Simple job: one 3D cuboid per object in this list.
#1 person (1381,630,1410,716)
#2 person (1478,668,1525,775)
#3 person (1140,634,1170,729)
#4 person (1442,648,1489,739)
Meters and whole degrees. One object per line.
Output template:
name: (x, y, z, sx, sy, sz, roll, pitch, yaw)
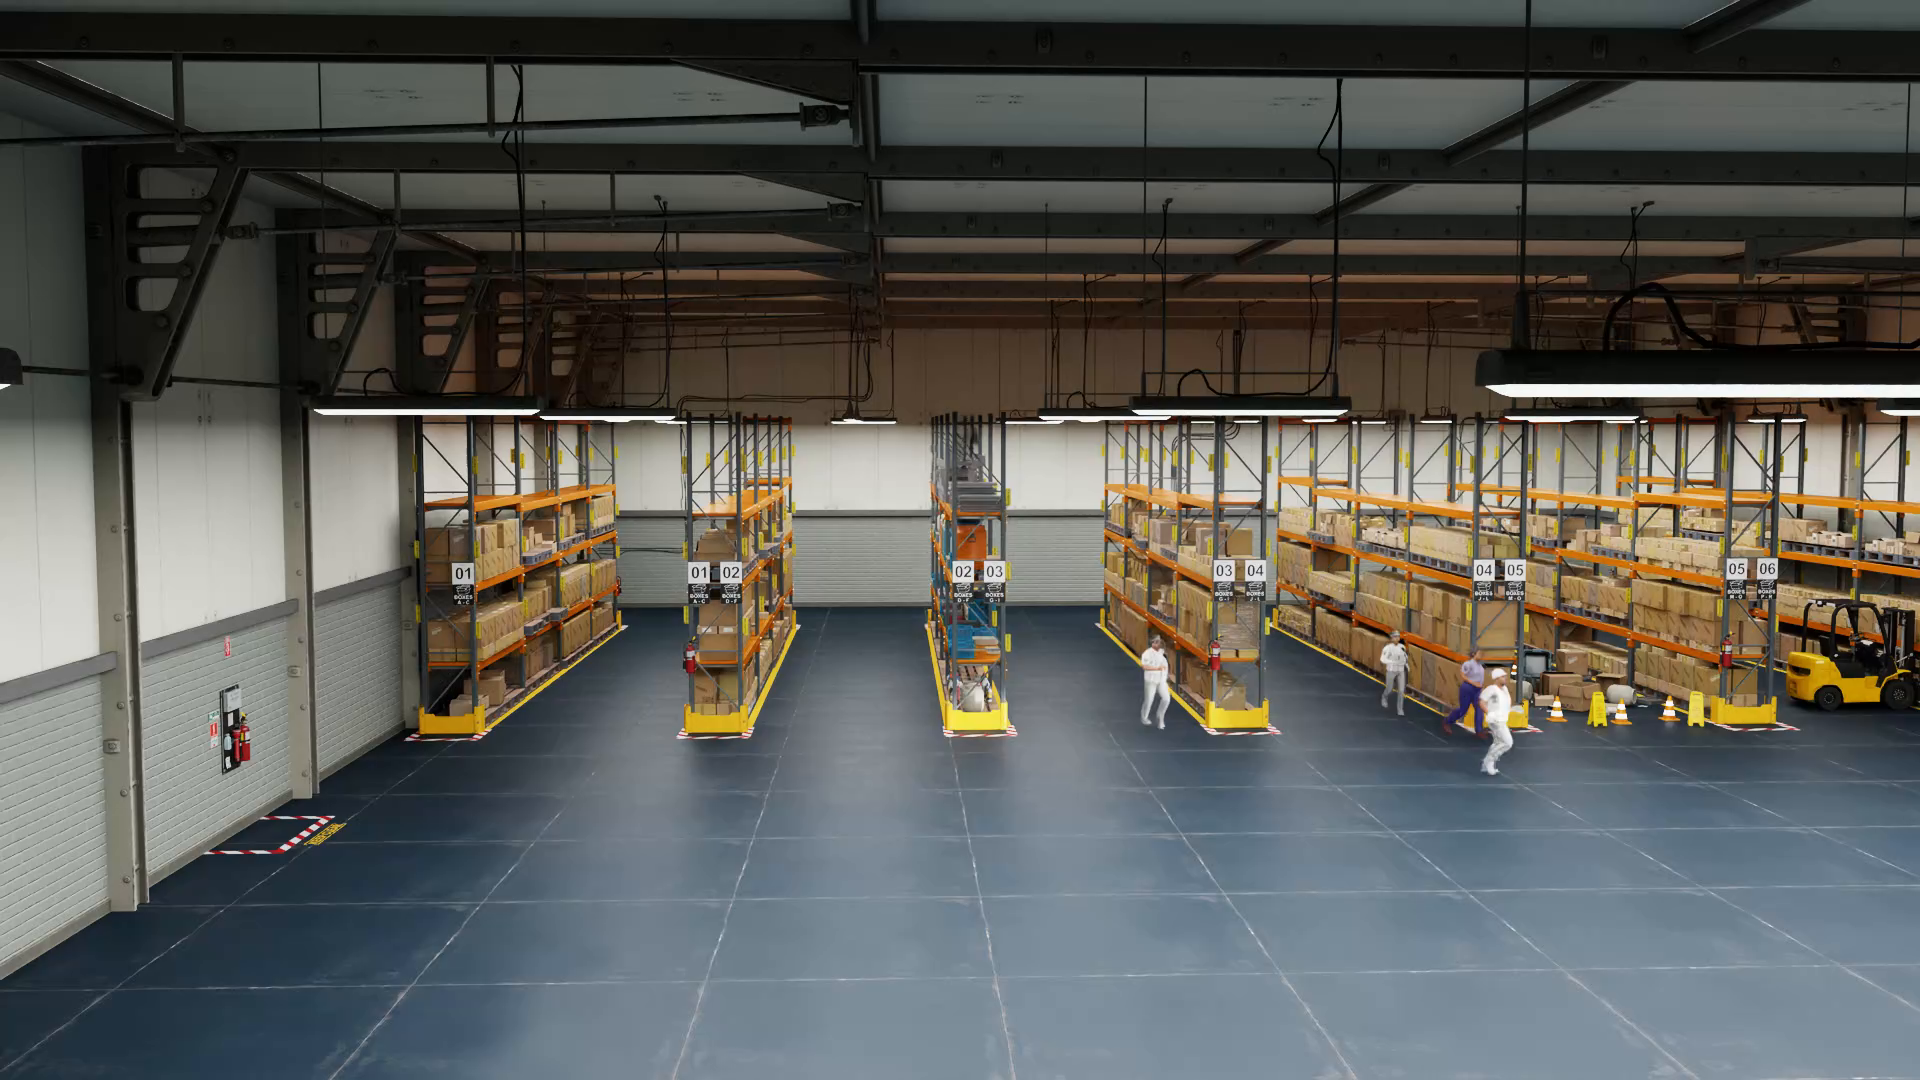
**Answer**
person: (8.677, 2.620, 33.143, 0.622, 1.669, 0.879, 0, 4, -6)
person: (8.867, 2.980, 27.249, 0.631, 1.746, 0.658, 3, 5, 37)
person: (3.721, 2.694, 31.616, 0.629, 1.826, 0.735, -2, 4, -22)
person: (9.472, 2.807, 30.745, 0.678, 1.640, 0.867, -3, 5, -38)
